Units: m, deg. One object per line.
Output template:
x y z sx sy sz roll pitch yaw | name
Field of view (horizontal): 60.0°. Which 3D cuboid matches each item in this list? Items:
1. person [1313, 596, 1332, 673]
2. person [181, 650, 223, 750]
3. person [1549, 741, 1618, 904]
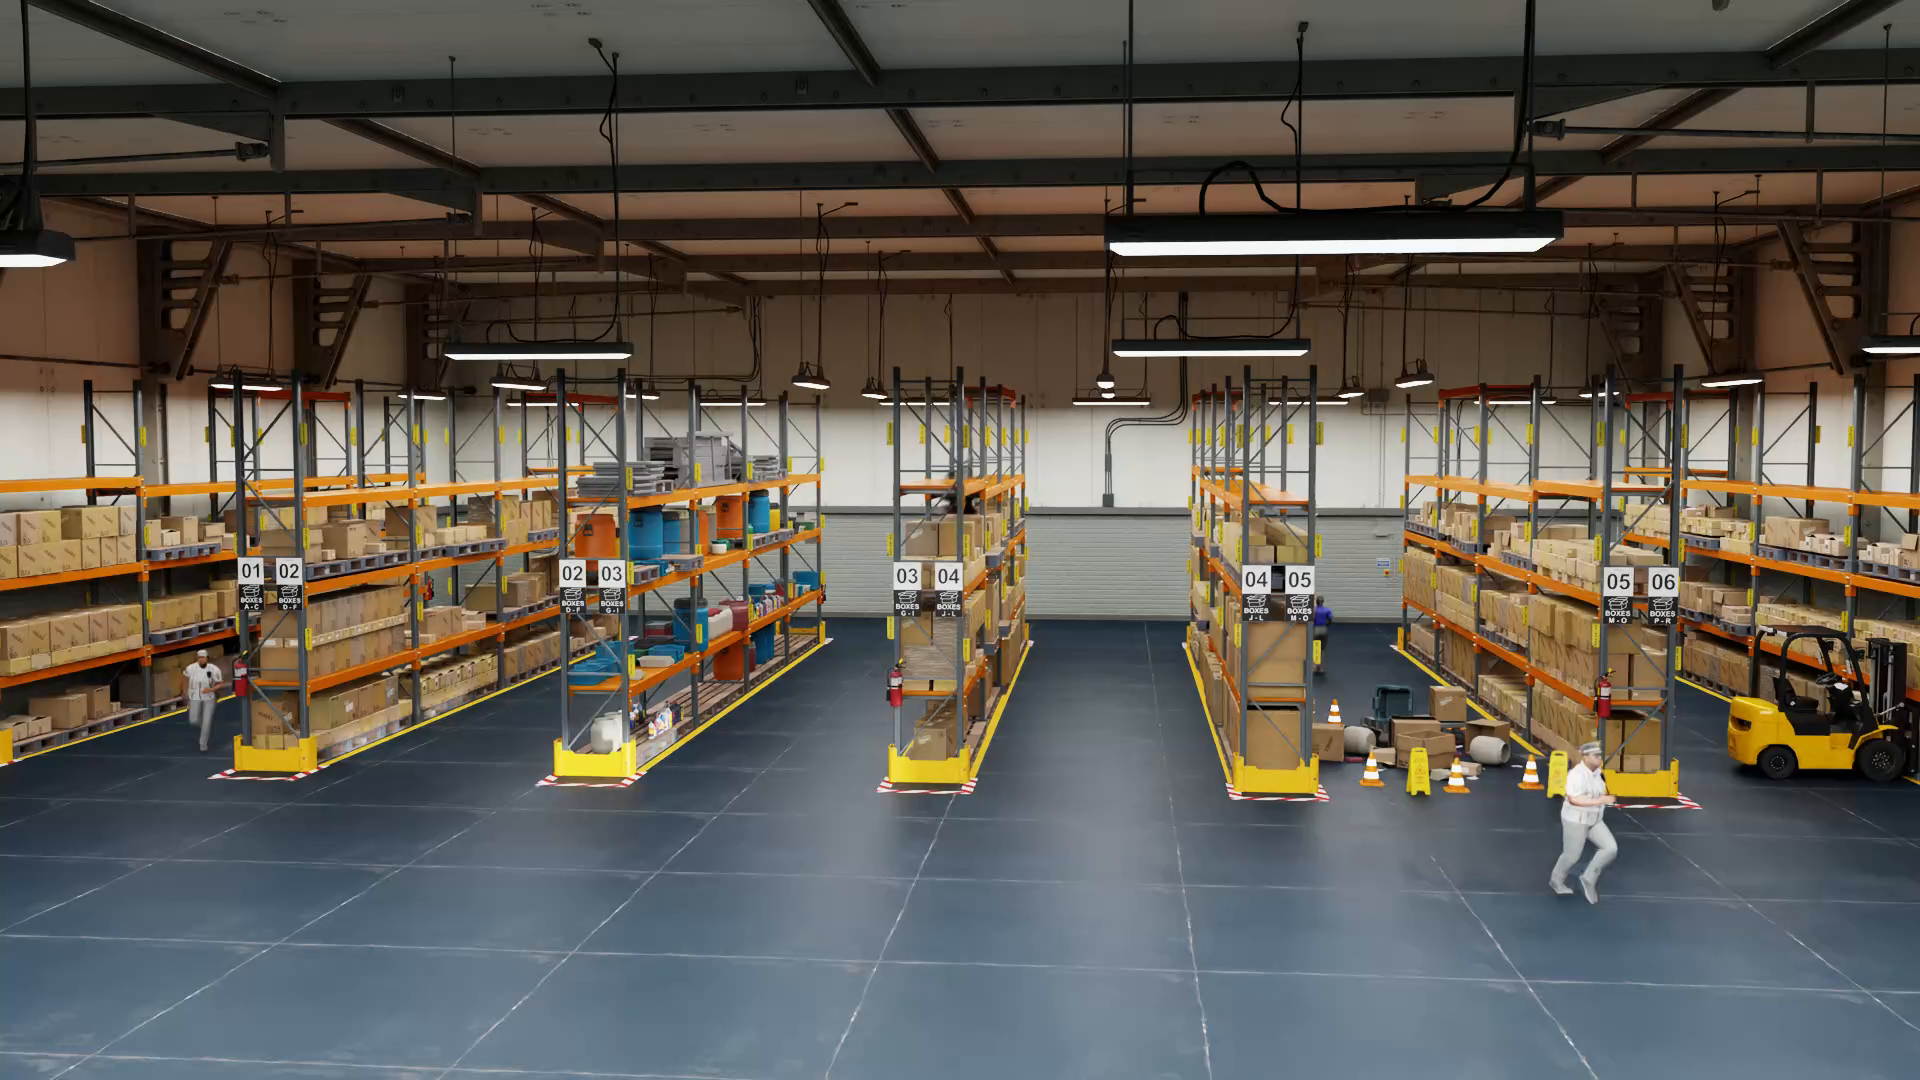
7.590 2.002 35.284 0.593 1.634 0.644 0 4 4 | person
-12.123 2.565 26.571 0.645 1.609 0.623 -1 4 -13 | person
6.703 3.015 17.849 0.693 1.781 0.835 -2 4 -34 | person
